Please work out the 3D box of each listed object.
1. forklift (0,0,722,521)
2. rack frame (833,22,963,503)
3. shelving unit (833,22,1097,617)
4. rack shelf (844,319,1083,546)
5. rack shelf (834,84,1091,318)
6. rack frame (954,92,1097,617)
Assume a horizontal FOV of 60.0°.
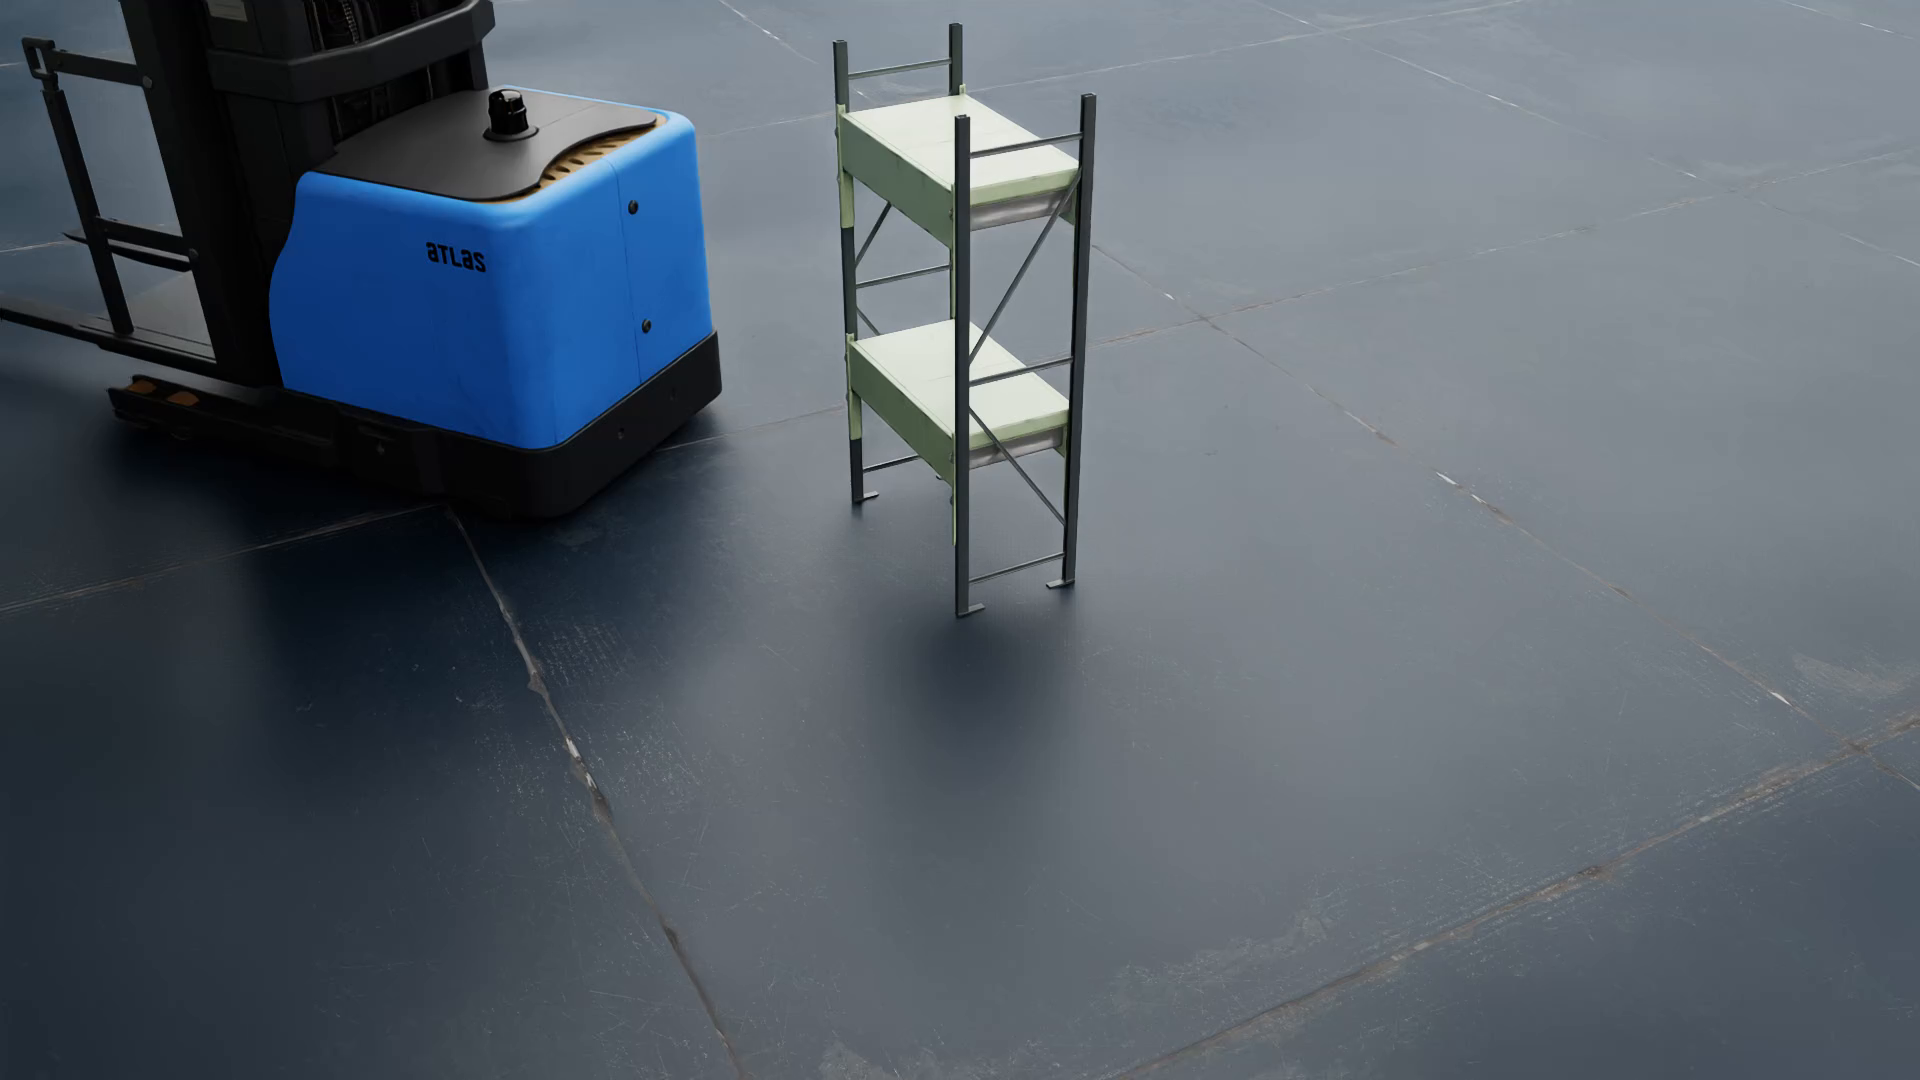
[{"bbox_3d":[-2.411,-1.824,5.380,3.031,2.935,1.130,14,35,21],"label":"forklift"},{"bbox_3d":[-0.174,-0.809,5.123,0.400,1.500,0.023,-16,36,-23],"label":"rack frame"},{"bbox_3d":[-0.003,-0.635,4.850,0.431,1.500,0.755,-16,36,-23],"label":"shelving unit"},{"bbox_3d":[-0.003,-0.360,5.026,0.431,0.370,0.720,-16,36,-23],"label":"rack shelf"},{"bbox_3d":[-0.003,-0.963,4.640,0.431,0.370,0.720,-16,36,-23],"label":"rack shelf"},{"bbox_3d":[0.168,-0.460,4.578,0.400,1.500,0.023,-16,36,-23],"label":"rack frame"}]
